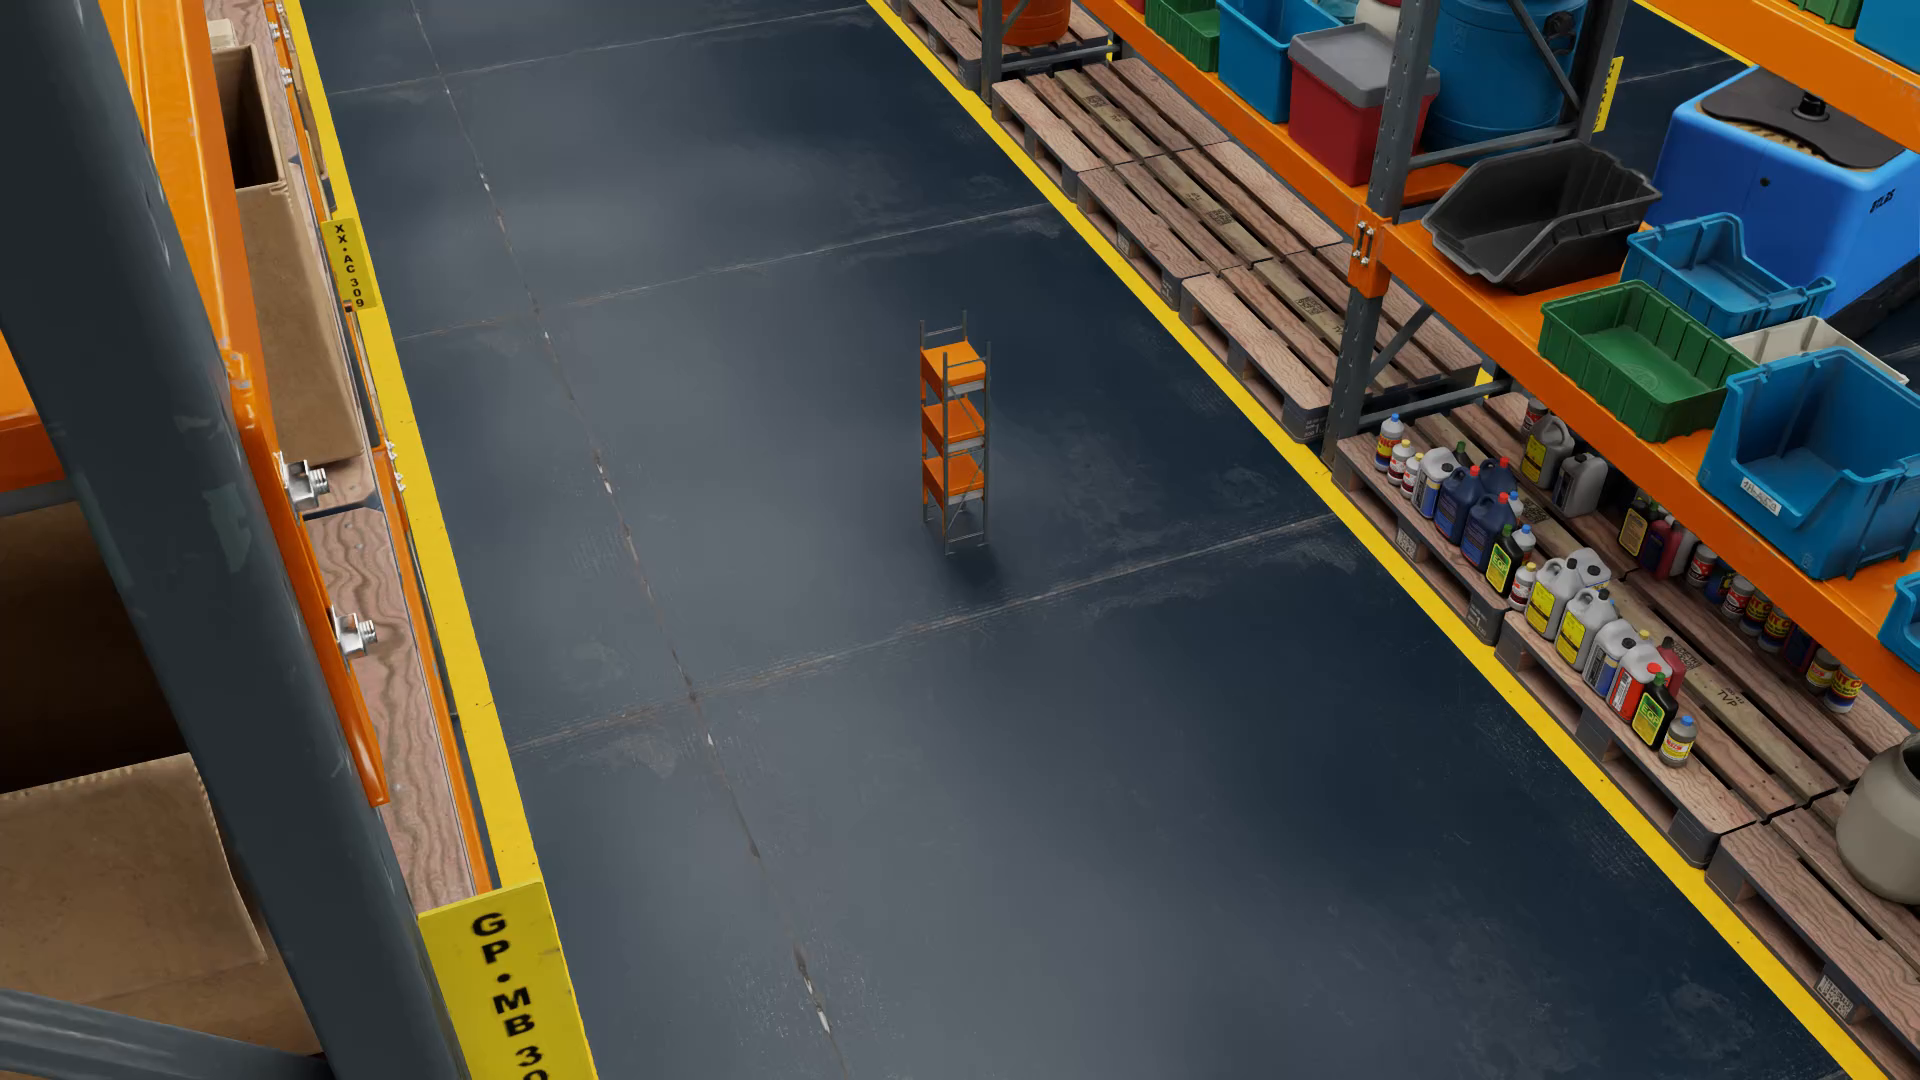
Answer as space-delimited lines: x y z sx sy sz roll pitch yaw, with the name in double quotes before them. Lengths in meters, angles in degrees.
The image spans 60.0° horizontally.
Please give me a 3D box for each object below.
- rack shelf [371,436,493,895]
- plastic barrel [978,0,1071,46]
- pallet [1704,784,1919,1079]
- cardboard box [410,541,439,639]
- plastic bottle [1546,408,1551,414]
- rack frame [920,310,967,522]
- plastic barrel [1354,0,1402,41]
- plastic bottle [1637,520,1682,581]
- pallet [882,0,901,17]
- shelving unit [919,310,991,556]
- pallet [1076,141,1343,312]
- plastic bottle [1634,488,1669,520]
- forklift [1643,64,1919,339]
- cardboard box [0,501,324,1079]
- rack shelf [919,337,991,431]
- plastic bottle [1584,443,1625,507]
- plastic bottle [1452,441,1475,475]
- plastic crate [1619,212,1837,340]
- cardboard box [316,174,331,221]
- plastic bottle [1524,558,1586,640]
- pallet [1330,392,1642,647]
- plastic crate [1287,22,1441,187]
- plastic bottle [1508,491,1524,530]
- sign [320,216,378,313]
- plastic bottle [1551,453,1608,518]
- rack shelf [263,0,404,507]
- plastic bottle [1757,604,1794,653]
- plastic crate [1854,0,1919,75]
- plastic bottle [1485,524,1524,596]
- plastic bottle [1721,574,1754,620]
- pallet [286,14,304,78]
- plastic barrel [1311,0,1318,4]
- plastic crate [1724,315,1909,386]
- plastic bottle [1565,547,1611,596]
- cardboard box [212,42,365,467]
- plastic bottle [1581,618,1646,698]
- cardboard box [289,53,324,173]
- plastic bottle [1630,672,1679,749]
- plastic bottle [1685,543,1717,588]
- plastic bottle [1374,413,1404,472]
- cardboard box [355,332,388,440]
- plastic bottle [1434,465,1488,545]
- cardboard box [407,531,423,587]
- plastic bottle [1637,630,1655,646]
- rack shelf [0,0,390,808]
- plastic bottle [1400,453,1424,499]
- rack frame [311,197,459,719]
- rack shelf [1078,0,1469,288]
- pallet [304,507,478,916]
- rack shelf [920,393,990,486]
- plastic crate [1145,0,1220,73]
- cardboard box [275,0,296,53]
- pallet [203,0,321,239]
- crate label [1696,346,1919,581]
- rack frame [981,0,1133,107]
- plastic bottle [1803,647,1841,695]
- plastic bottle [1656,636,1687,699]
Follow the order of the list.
"rack shelf" -1.666 1.112 4.208 1.077 0.370 4.000 -15 43 -17
"plastic barrel" 0.413 -3.636 10.520 0.600 0.830 0.708 -15 43 -17
"pallet" 3.298 1.343 5.527 1.003 0.211 1.213 -15 43 -17
"cardboard box" -2.357 0.213 6.489 0.500 0.250 0.500 -16 43 -18
"plastic bottle" 2.635 -0.529 7.310 0.061 0.283 0.133 -13 42 -15
"rack frame" -0.067 -0.504 7.031 0.200 1.050 0.008 -15 43 -17
"plastic barrel" 1.983 -2.282 7.499 0.433 0.535 0.433 0 41 0
"plastic bottle" 2.816 0.016 6.677 0.061 0.283 0.133 -15 43 -17
"pallet" -0.187 -4.150 11.914 1.003 0.211 1.213 -15 43 -17
"shelving unit" -0.020 -0.430 6.945 0.215 1.050 0.252 -15 43 -17
"pallet" 1.339 -1.741 9.113 1.003 0.211 1.213 -15 43 -17
"plastic bottle" 2.856 -0.136 6.801 0.144 0.351 0.185 -15 43 -17
"forklift" 4.895 -2.773 8.227 3.031 2.935 1.130 -29 48 -29
"cardboard box" -1.117 0.308 1.782 0.797 0.503 0.637 -12 42 -14
"rack shelf" -0.020 -0.637 6.767 0.215 0.259 0.240 -15 43 -17
"plastic bottle" 2.733 -0.330 7.027 0.144 0.351 0.185 -17 44 -19
"plastic bottle" 2.110 -0.274 7.014 0.061 0.283 0.133 -15 43 -17
"plastic crate" 2.821 -0.944 6.161 0.499 0.251 0.616 -15 43 -17
"cardboard box" -3.329 -1.539 8.096 0.500 0.311 0.500 -16 43 -18
"plastic bottle" 2.307 0.198 6.414 0.144 0.351 0.185 -15 43 -17
"pallet" 2.365 -0.127 7.236 1.003 0.211 1.213 -15 43 -17
"plastic crate" 1.678 -1.839 7.039 0.402 0.464 0.583 -15 43 -17
"plastic bottle" 2.239 -0.085 6.803 0.097 0.271 0.097 0 41 0
"sign" -1.919 -0.863 5.229 0.100 0.325 0.005 -15 43 -17
"plastic bottle" 2.605 -0.250 6.991 0.152 0.276 0.135 -15 43 -17
"rack shelf" -3.197 -1.298 7.010 1.077 0.370 4.000 -15 43 -17
"plastic bottle" 3.140 0.302 6.354 0.097 0.271 0.097 0 41 0
"plastic crate" 2.669 -1.395 4.283 0.392 0.384 0.575 -15 43 -17
"plastic bottle" 2.169 0.077 6.606 0.061 0.283 0.133 -13 42 -15
"plastic bottle" 3.064 0.208 6.516 0.097 0.201 0.097 0 41 0
"pallet" -4.676 -2.911 10.473 1.003 0.211 1.213 -15 43 -17
"plastic barrel" 1.702 -2.724 8.013 0.433 0.535 0.433 0 41 0
"plastic crate" 3.002 -0.584 5.831 0.530 0.136 0.437 -15 43 -17
"plastic bottle" 2.434 0.174 6.499 0.152 0.276 0.135 -15 43 -17
"cardboard box" -1.284 -0.412 2.622 0.500 0.500 0.500 -15 43 -17
"plastic bottle" 2.445 0.437 6.193 0.152 0.276 0.135 -16 43 -18
"cardboard box" -3.872 -2.340 9.250 0.500 0.500 0.500 -13 42 -15
"plastic bottle" 2.508 0.611 5.985 0.061 0.283 0.133 -14 43 -16
"plastic bottle" 2.985 0.084 6.660 0.097 0.201 0.097 0 41 0
"plastic bottle" 1.863 -0.430 7.205 0.097 0.271 0.097 0 41 0
"cardboard box" -2.745 -0.621 7.028 0.500 0.311 0.500 -16 43 -18
"plastic bottle" 2.072 -0.172 6.844 0.144 0.351 0.185 -14 43 -16
"cardboard box" -2.359 -0.006 6.313 0.500 0.311 0.500 -15 43 -17
"plastic bottle" 2.553 0.423 6.266 0.097 0.201 0.097 0 41 0
"rack shelf" -1.666 -1.011 2.383 1.077 0.370 4.000 -15 43 -17
"plastic bottle" 1.941 -0.281 7.085 0.097 0.201 0.097 0 41 0
"rack frame" -2.431 -0.366 5.375 1.000 3.000 0.127 -15 43 -17
"rack shelf" 1.381 -2.531 8.445 1.077 0.370 4.000 -15 43 -17
"pallet" -1.148 0.508 2.126 1.003 0.211 1.213 -15 43 -17
"rack shelf" -0.020 -0.422 6.952 0.215 0.259 0.240 -15 43 -17
"plastic crate" 1.219 -2.498 8.016 0.450 0.188 0.662 -15 43 -17
"cardboard box" -4.265 -2.957 9.968 0.500 0.500 0.500 -16 43 -17
"pallet" -2.081 -0.962 3.836 1.003 0.211 1.213 -15 43 -17
"crate label" 2.723 -0.244 5.206 0.502 0.435 0.616 -15 43 -17
"rack frame" 0.616 -4.009 9.611 1.000 3.000 0.127 -15 43 -17
"plastic bottle" 3.231 0.472 6.209 0.097 0.201 0.097 0 41 0
"plastic bottle" 2.596 0.491 6.125 0.061 0.283 0.133 -15 43 -17
